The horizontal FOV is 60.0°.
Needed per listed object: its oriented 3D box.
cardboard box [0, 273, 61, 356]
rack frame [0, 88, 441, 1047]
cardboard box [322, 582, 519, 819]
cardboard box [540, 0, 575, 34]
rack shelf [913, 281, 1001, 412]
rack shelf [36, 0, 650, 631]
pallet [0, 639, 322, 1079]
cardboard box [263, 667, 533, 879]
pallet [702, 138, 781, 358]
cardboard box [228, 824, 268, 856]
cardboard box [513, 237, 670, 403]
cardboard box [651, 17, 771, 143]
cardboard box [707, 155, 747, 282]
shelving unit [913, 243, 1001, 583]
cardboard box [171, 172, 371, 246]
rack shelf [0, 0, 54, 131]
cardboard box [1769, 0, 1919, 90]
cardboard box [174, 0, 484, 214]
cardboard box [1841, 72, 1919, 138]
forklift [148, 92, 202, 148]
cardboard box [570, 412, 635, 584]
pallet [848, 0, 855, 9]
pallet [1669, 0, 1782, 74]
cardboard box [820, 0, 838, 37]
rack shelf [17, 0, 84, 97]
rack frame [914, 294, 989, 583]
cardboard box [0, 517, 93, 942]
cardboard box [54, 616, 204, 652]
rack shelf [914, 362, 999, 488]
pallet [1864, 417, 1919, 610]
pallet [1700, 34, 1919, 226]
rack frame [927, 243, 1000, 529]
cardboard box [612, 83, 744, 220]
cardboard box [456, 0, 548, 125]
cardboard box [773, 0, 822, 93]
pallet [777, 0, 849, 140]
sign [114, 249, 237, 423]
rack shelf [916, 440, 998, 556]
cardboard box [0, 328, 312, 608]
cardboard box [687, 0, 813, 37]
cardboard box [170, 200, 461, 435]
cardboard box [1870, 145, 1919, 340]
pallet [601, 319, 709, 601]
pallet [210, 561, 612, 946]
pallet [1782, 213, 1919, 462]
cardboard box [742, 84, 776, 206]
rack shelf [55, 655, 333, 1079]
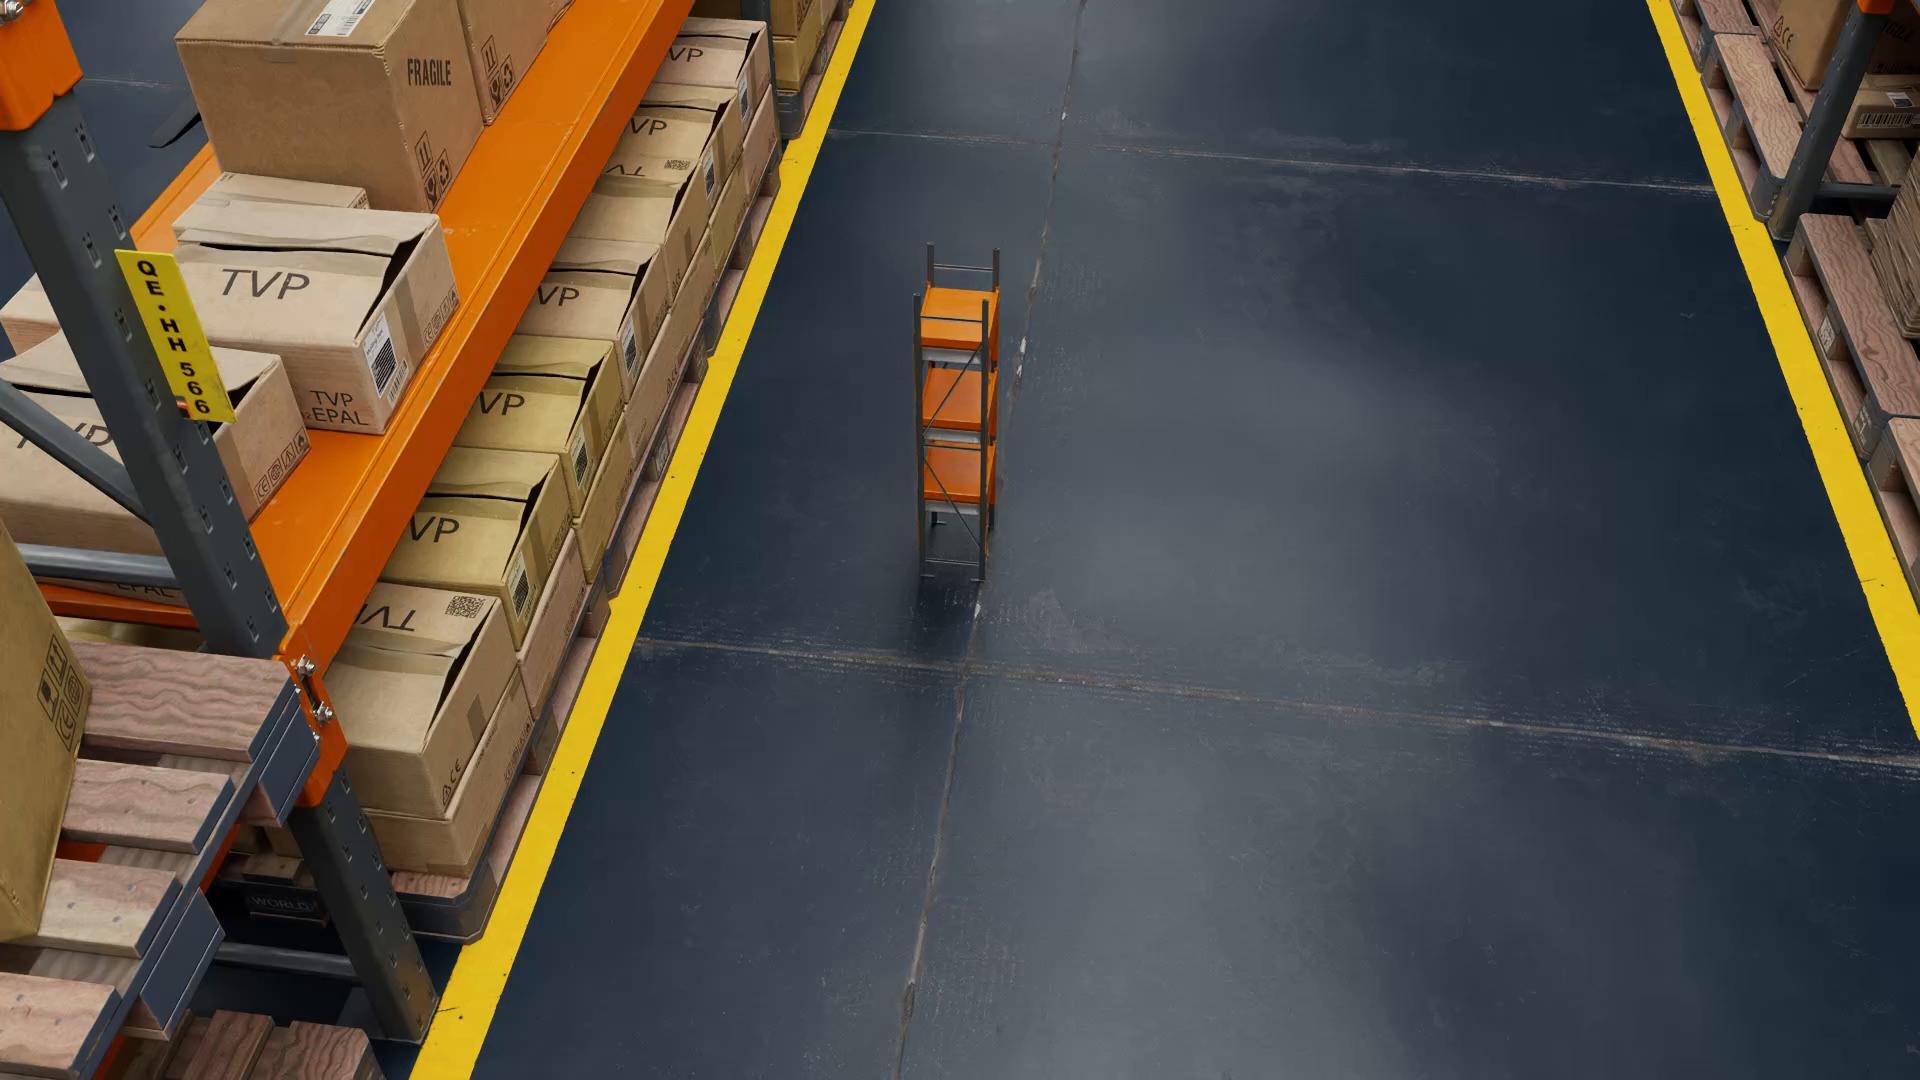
[{"bbox_3d":[-1.927,-0.513,3.793,0.380,0.149,0.250,5,44,6],"label":"cardboard box"},{"bbox_3d":[-1.772,0.034,3.033,1.000,3.000,0.127,5,44,6],"label":"rack frame"},{"bbox_3d":[-1.412,0.346,3.990,0.500,0.311,0.500,7,44,7],"label":"cardboard box"},{"bbox_3d":[-1.430,-1.848,4.947,0.500,0.500,0.500,8,44,9],"label":"cardboard box"},{"bbox_3d":[-0.007,-0.543,4.663,0.215,0.259,0.240,5,44,6],"label":"rack shelf"},{"bbox_3d":[-1.508,-1.139,4.652,0.919,0.124,3.809,5,44,6],"label":"rack shelf"},{"bbox_3d":[-1.792,0.572,2.604,1.213,0.211,1.003,5,44,6],"label":"pallet"},{"bbox_3d":[-1.412,0.549,4.183,0.500,0.250,0.500,5,44,5],"label":"cardboard box"},{"bbox_3d":[-1.302,-1.174,6.337,1.003,0.211,1.213,5,44,6],"label":"pallet"},{"bbox_3d":[-1.944,0.499,4.236,0.500,0.250,0.500,6,44,7],"label":"cardboard box"},{"bbox_3d":[-1.213,-0.711,5.106,0.500,0.311,0.500,5,44,5],"label":"cardboard box"},{"bbox_3d":[-1.012,-1.748,6.201,0.500,0.311,0.500,5,44,6],"label":"cardboard box"},{"bbox_3d":[-1.079,-1.193,6.023,0.500,0.250,0.500,5,44,5],"label":"cardboard box"},{"bbox_3d":[-0.007,-0.345,4.851,0.215,1.050,0.252,5,44,6],"label":"shelving unit"},{"bbox_3d":[-1.659,-0.749,4.042,0.380,0.149,0.250,8,44,9],"label":"cardboard box"},{"bbox_3d":[-2.036,0.569,0.809,1.077,0.370,4.000,5,44,6],"label":"rack shelf"},{"bbox_3d":[3.765,-2.208,6.898,0.500,0.500,0.500,2,43,2],"label":"cardboard box"},{"bbox_3d":[-1.566,-1.148,4.208,0.500,0.500,0.500,3,44,3],"label":"cardboard box"},{"bbox_3d":[3.709,-1.743,6.650,0.380,0.166,0.250,0,43,0],"label":"cardboard box"},{"bbox_3d":[-2.652,-3.454,6.766,1.130,2.935,3.031,6,44,6],"label":"forklift"},{"bbox_3d":[-1.283,-0.148,4.919,0.500,0.250,0.500,4,44,4],"label":"cardboard box"},{"bbox_3d":[-0.938,-3.052,8.320,1.003,0.211,1.213,5,44,6],"label":"pallet"},{"bbox_3d":[3.880,-2.527,7.765,1.003,0.211,1.213,5,44,6],"label":"pallet"},{"bbox_3d":[-0.810,-2.475,7.377,0.500,0.250,0.500,5,44,6],"label":"cardboard box"},{"bbox_3d":[-1.508,-2.157,3.688,1.077,0.370,4.000,5,44,6],"label":"rack shelf"},{"bbox_3d":[-0.023,-0.262,4.763,0.200,1.050,0.008,5,44,6],"label":"rack frame"},{"bbox_3d":[-1.743,0.284,2.390,0.700,0.500,0.500,-8,44,-9],"label":"cardboard box"},{"bbox_3d":[-1.947,0.297,4.042,0.500,0.311,0.500,6,44,7],"label":"cardboard box"},{"bbox_3d":[-0.007,-0.337,4.858,0.215,0.259,0.240,5,44,6],"label":"rack shelf"},{"bbox_3d":[3.407,0.132,4.957,1.003,0.211,1.213,5,44,6],"label":"pallet"},{"bbox_3d":[3.721,-1.693,6.885,1.003,0.211,1.213,5,44,6],"label":"pallet"},{"bbox_3d":[0.009,-0.428,4.938,0.200,1.050,0.008,5,44,6],"label":"rack frame"},{"bbox_3d":[-1.075,-1.393,5.826,0.500,0.311,0.500,6,44,7],"label":"cardboard box"},{"bbox_3d":[-1.497,-1.506,4.587,0.500,0.500,0.500,5,44,6],"label":"cardboard box"},{"bbox_3d":[-0.881,-2.135,7.018,0.500,0.250,0.500,5,44,6],"label":"cardboard box"},{"bbox_3d":[-1.096,-2.218,7.439,1.003,0.211,1.213,5,44,6],"label":"pallet"},{"bbox_3d":[-1.233,-0.315,2.617,0.100,0.325,0.005,5,44,6],"label":"sign"},{"bbox_3d":[-0.007,-0.135,5.049,0.215,0.259,0.240,5,44,6],"label":"rack shelf"},{"bbox_3d":[-1.681,-0.178,3.321,0.500,0.311,0.500,8,44,8],"label":"cardboard box"},{"bbox_3d":[-0.871,-2.406,6.759,0.500,0.500,0.500,5,44,6],"label":"cardboard box"},{"bbox_3d":[-1.462,-0.526,3.689,0.500,0.311,0.500,5,44,5],"label":"cardboard box"},{"bbox_3d":[3.587,-0.994,5.616,0.700,0.500,0.500,7,44,7],"label":"cardboard box"},{"bbox_3d":[-1.461,-0.340,5.456,1.003,0.211,1.213,5,44,6],"label":"pallet"},{"bbox_3d":[-1.624,0.489,4.580,1.003,0.211,1.213,5,44,6],"label":"pallet"},{"bbox_3d":[3.566,-0.701,5.837,1.003,0.211,1.213,5,44,6],"label":"pallet"},{"bbox_3d":[-1.011,-1.538,6.387,0.500,0.250,0.500,5,44,5],"label":"cardboard box"},{"bbox_3d":[-2.036,1.658,1.841,1.077,0.370,4.000,5,44,6],"label":"rack shelf"}]
